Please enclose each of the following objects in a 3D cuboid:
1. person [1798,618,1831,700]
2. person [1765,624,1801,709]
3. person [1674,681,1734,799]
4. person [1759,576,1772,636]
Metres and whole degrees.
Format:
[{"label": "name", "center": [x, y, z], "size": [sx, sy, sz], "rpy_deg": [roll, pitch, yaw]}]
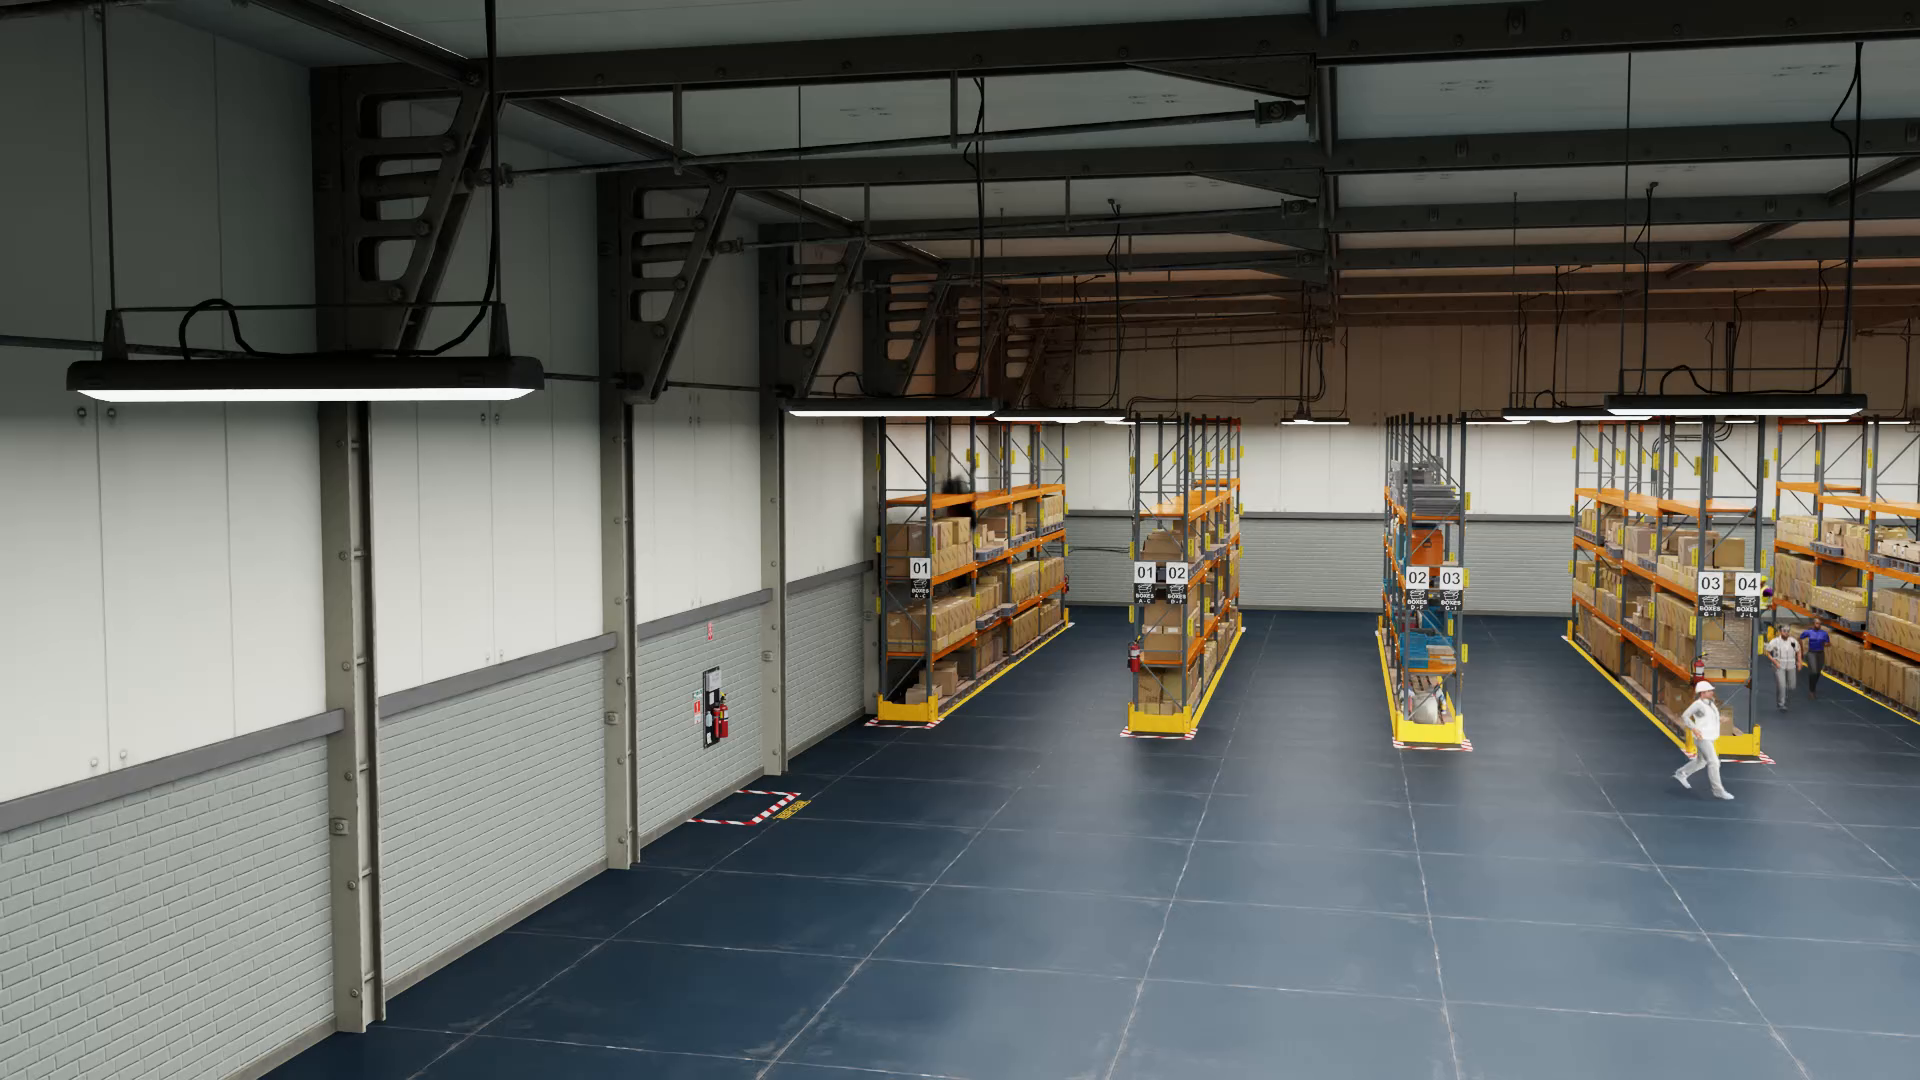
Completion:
[{"label": "person", "center": [18.146, 2.509, 35.286], "size": [0.549, 1.718, 0.762], "rpy_deg": [0, 4, 6]}, {"label": "person", "center": [16.765, 2.558, 33.874], "size": [0.710, 1.729, 0.631], "rpy_deg": [0, 4, 6]}, {"label": "person", "center": [11.545, 3.068, 25.771], "size": [0.966, 1.761, 0.655], "rpy_deg": [4, 5, 44]}, {"label": "person", "center": [21.476, 1.842, 44.636], "size": [0.742, 1.790, 0.761], "rpy_deg": [0, 4, -4]}]
